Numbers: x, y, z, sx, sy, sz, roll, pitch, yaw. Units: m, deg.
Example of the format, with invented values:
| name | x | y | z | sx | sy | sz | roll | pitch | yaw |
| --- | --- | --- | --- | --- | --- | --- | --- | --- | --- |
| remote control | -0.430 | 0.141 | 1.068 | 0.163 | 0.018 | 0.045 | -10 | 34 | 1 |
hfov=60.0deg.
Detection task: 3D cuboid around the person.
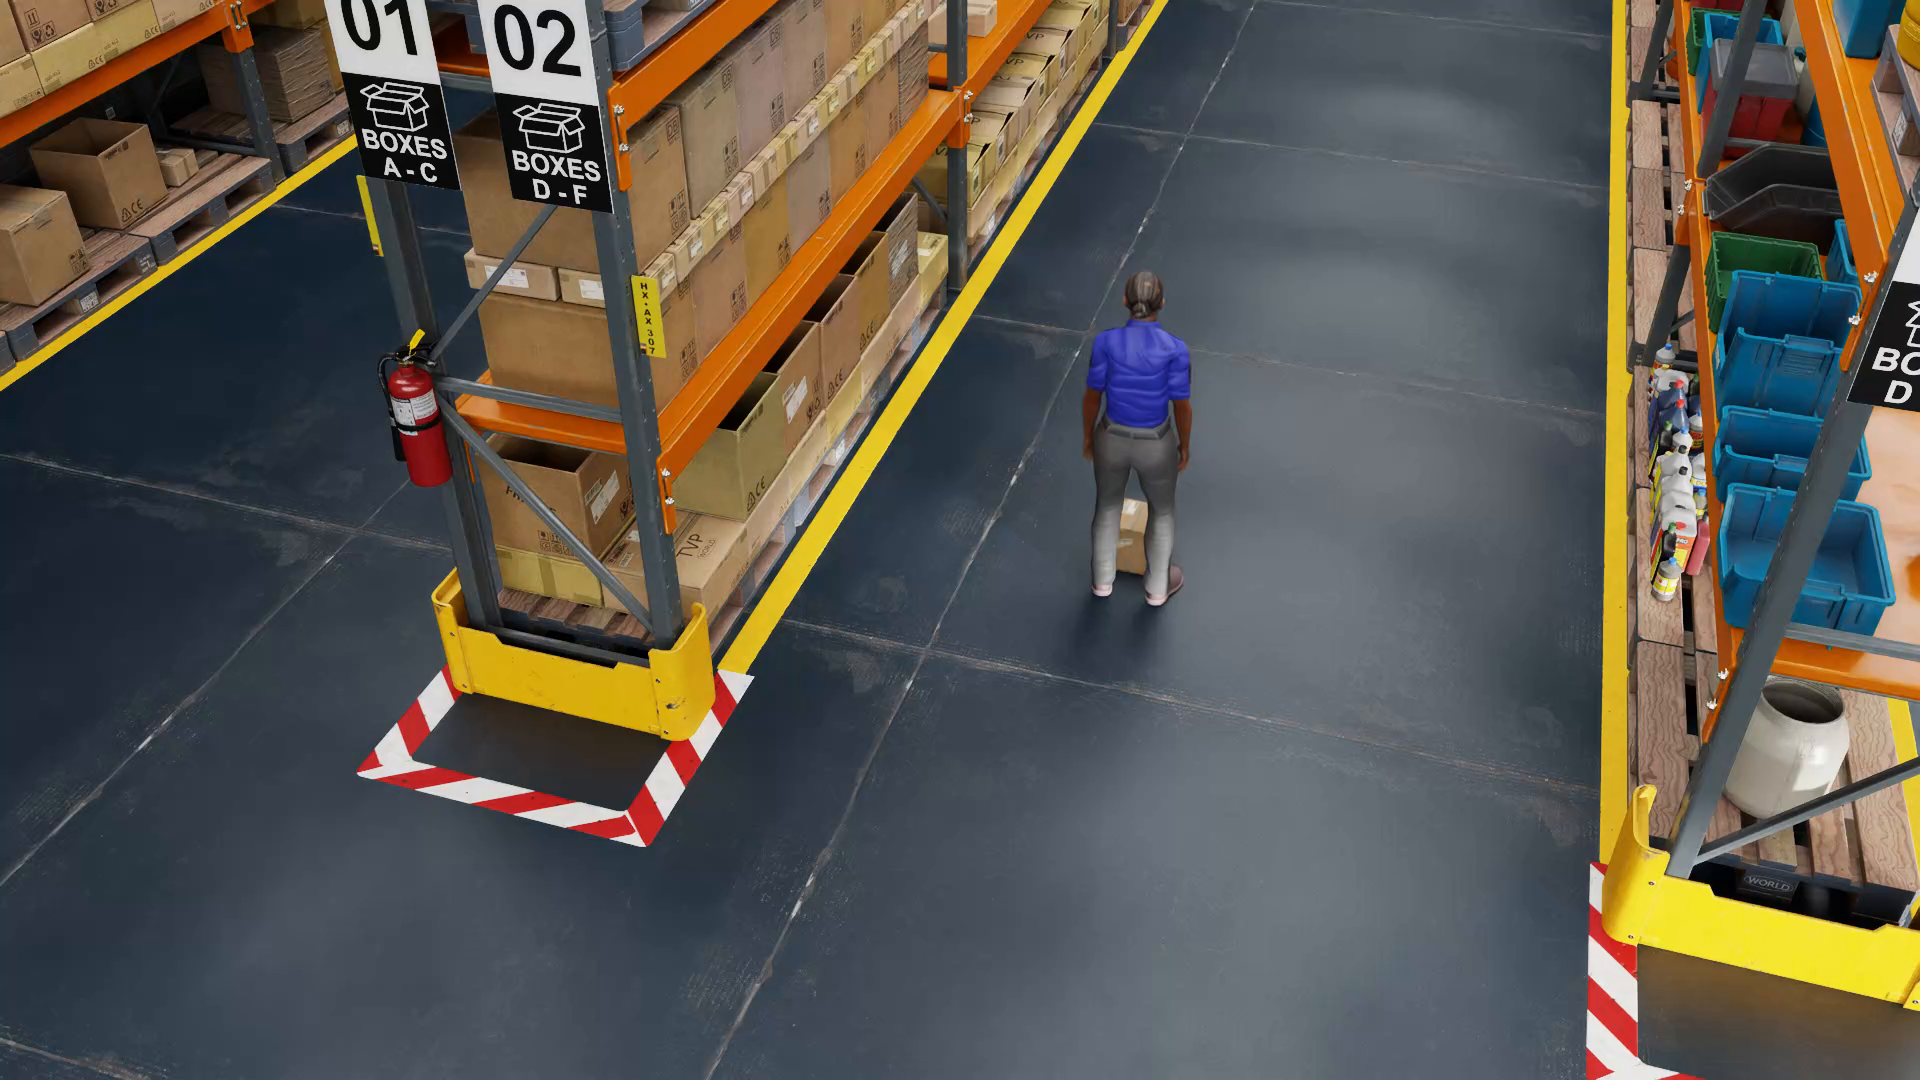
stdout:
| name | x | y | z | sx | sy | sz | roll | pitch | yaw |
| --- | --- | --- | --- | --- | --- | --- | --- | --- | --- |
| person | 0.799 | -0.423 | 7.474 | 0.513 | 1.626 | 0.348 | 9 | 38 | 12 |
